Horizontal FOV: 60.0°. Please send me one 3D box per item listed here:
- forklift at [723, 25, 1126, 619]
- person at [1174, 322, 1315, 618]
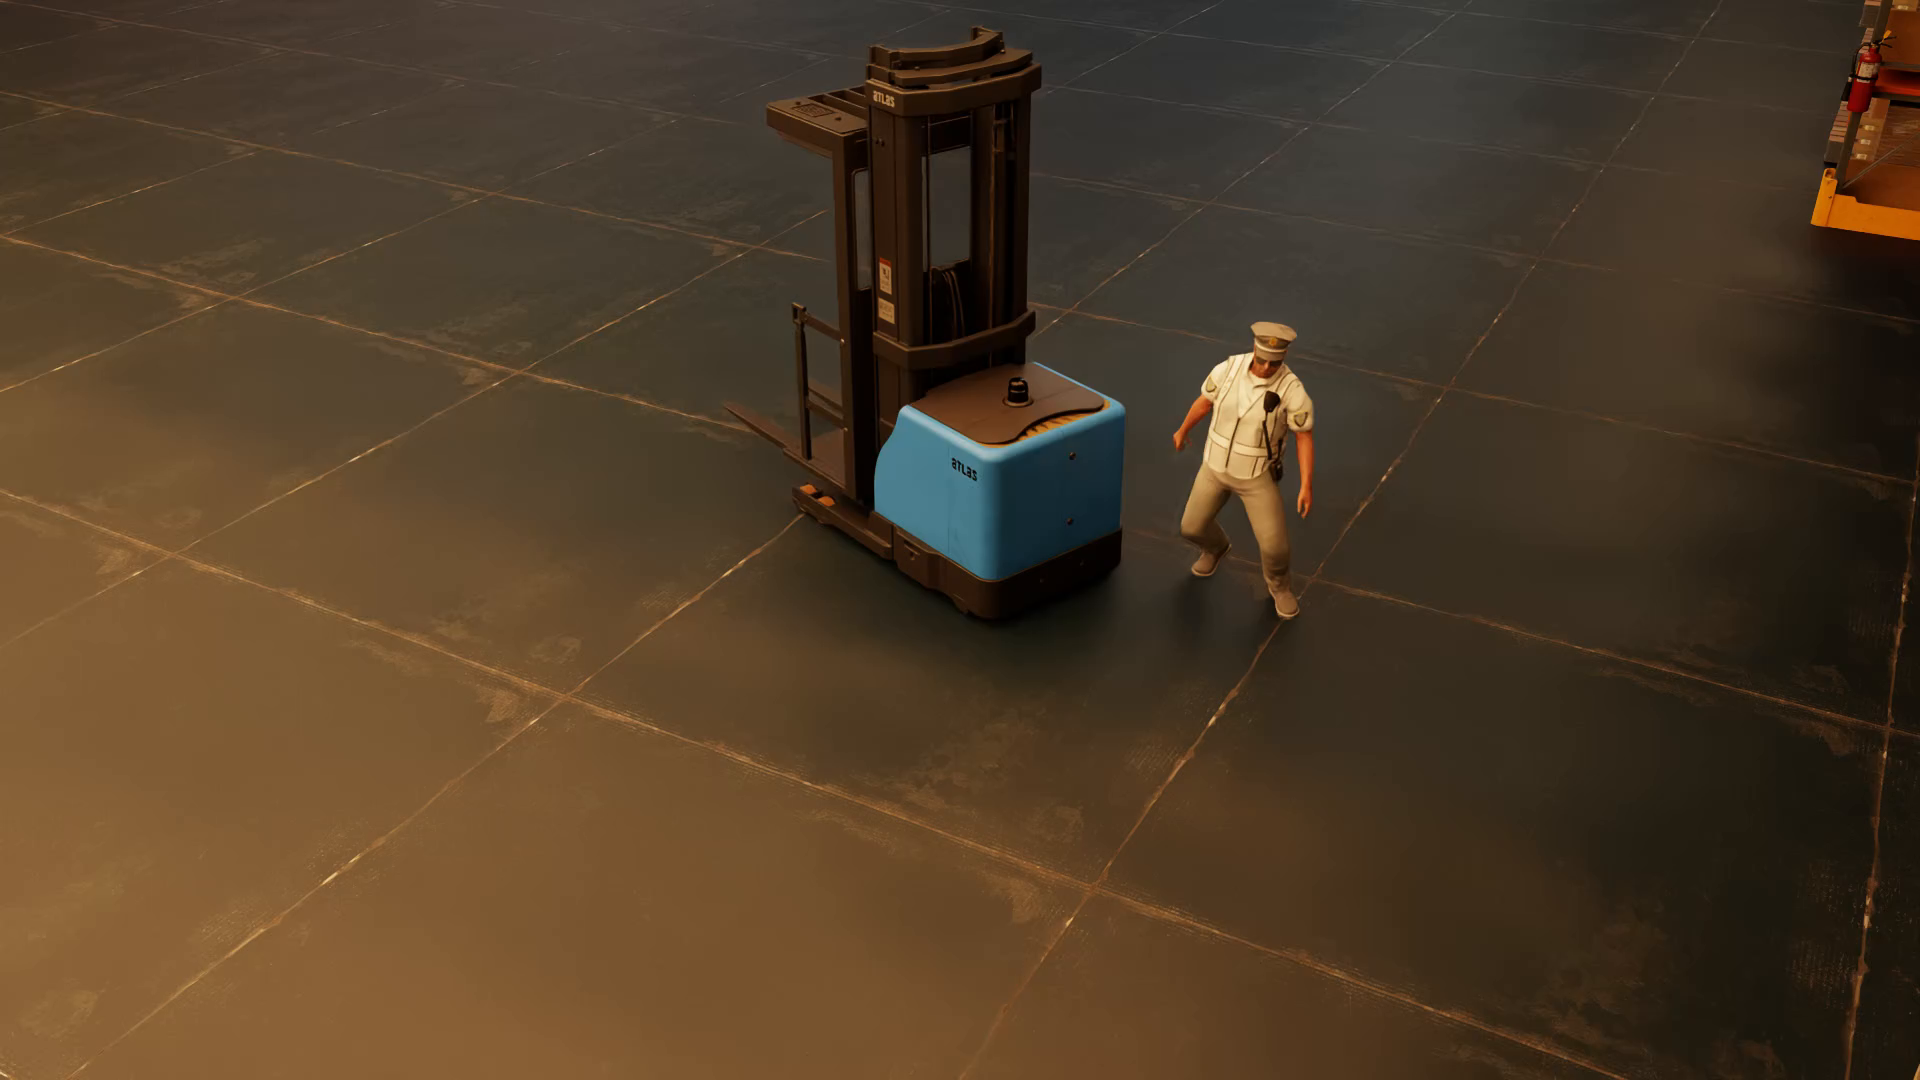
[{"bbox_3d":[-0.382,-1.507,9.682,1.130,2.935,3.031,-22,37,-33],"label":"forklift"},{"bbox_3d":[1.550,-0.442,9.117,0.897,1.667,0.505,19,35,30],"label":"person"}]
